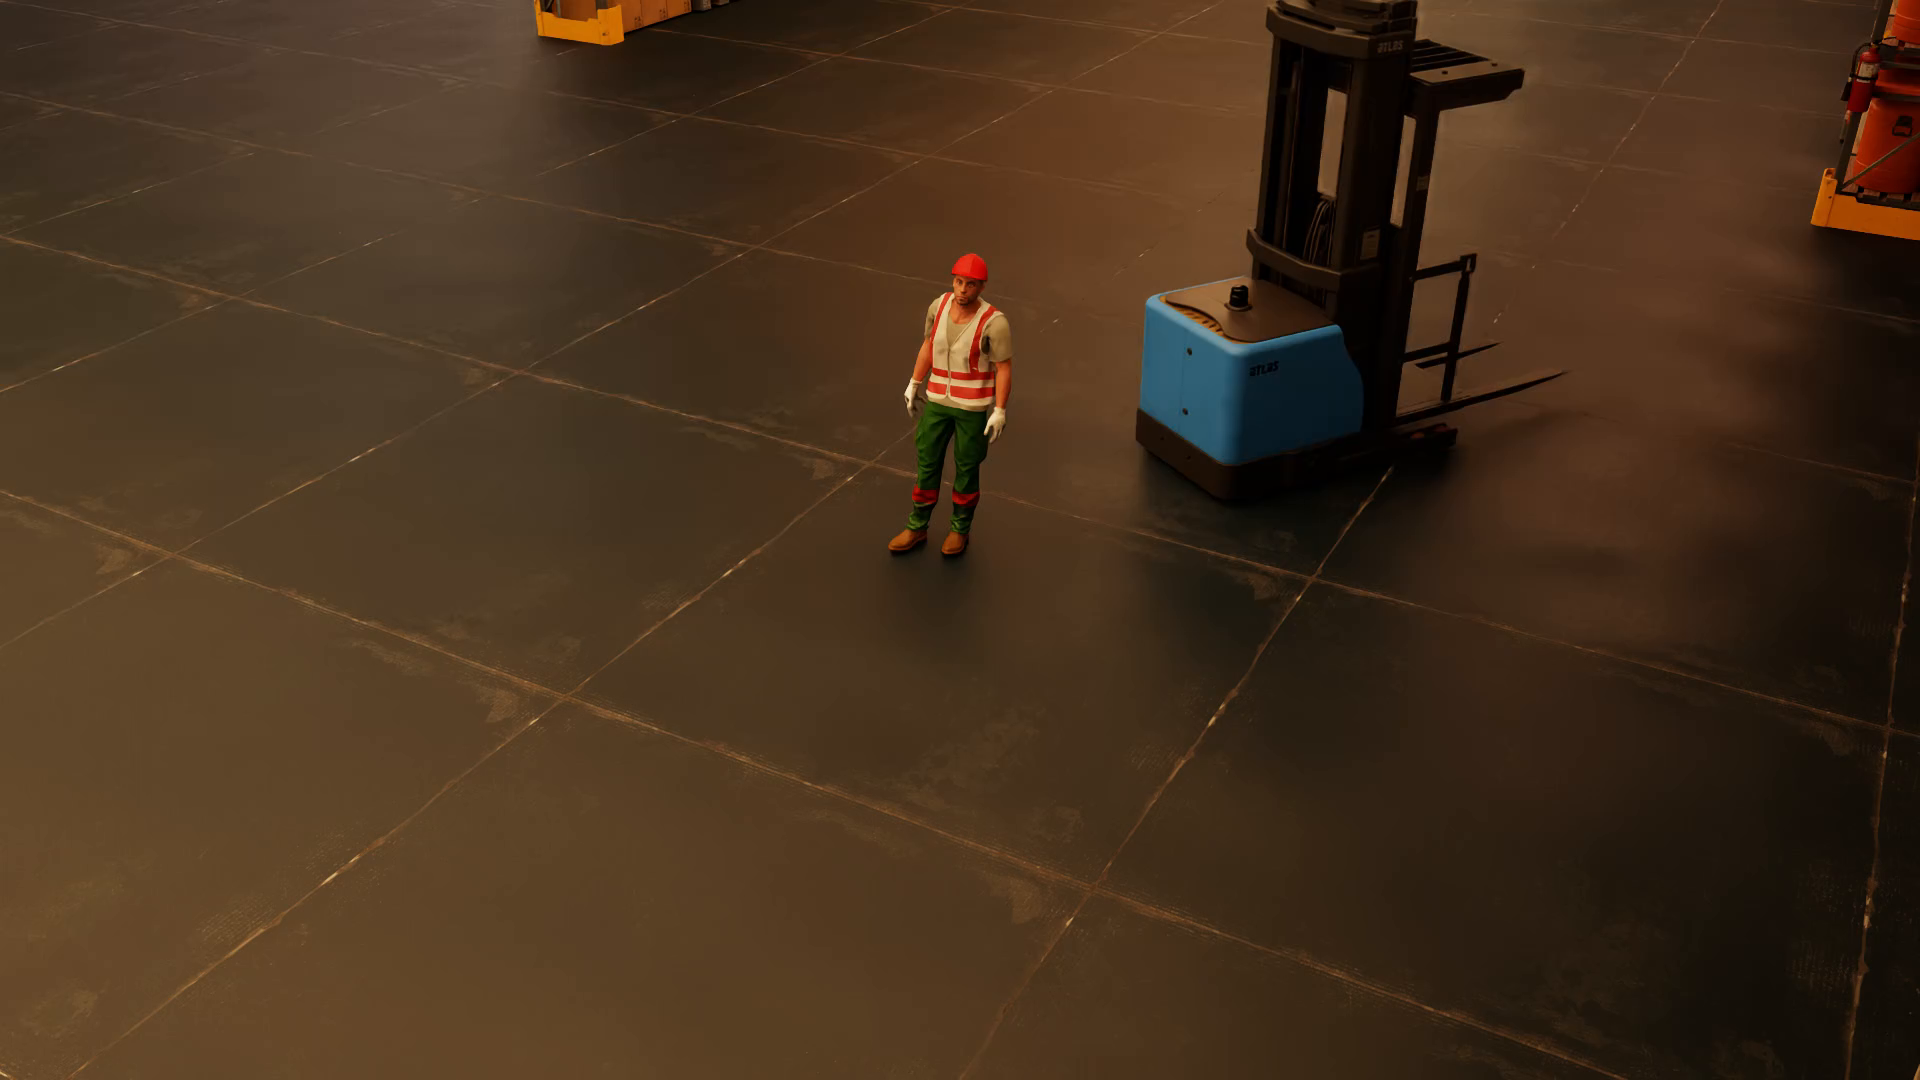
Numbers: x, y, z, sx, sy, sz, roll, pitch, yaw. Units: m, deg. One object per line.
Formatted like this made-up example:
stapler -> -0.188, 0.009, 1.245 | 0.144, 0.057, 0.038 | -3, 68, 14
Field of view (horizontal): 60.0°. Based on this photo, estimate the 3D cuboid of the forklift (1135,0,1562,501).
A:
forklift -> 2.705, -2.027, 10.583 | 3.031, 2.935, 1.130 | -15, 33, -24

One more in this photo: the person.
person -> -0.050, -0.749, 9.496 | 0.637, 1.790, 0.562 | 15, 33, 25
